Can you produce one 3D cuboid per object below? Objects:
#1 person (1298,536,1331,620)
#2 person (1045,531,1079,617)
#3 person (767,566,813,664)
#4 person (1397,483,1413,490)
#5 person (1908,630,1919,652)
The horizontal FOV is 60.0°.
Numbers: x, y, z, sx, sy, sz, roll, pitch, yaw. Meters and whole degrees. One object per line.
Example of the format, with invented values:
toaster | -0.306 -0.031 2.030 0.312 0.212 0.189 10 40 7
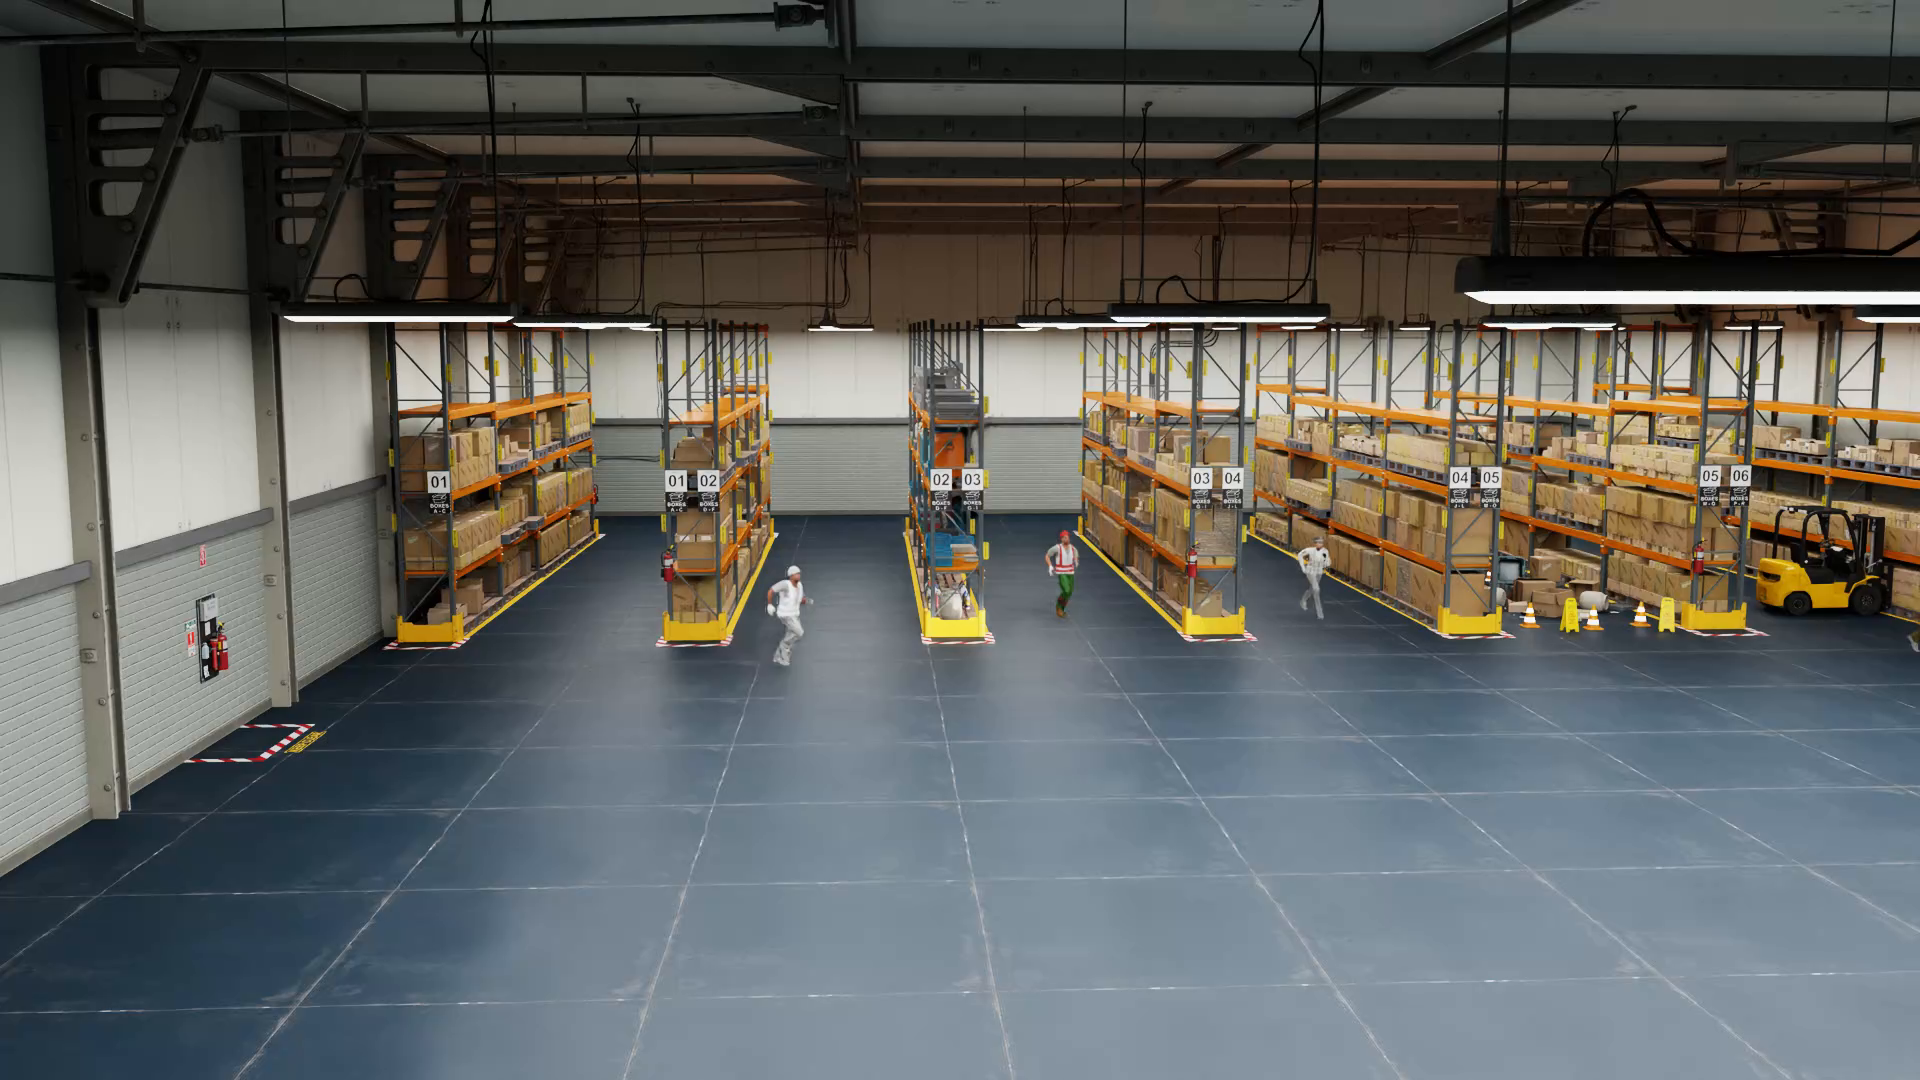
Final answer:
person | 7.202 0.727 33.904 0.614 1.695 1.001 -2 7 -19
person | 2.133 0.691 33.567 0.646 1.753 0.665 -4 8 -28
person | -2.908 1.307 28.720 0.741 1.724 0.729 4 8 28
person | 13.592 -1.344 50.496 0.772 1.746 0.546 -2 7 -18
person | 17.328 1.224 29.345 0.719 1.790 1.047 -2 7 -15
